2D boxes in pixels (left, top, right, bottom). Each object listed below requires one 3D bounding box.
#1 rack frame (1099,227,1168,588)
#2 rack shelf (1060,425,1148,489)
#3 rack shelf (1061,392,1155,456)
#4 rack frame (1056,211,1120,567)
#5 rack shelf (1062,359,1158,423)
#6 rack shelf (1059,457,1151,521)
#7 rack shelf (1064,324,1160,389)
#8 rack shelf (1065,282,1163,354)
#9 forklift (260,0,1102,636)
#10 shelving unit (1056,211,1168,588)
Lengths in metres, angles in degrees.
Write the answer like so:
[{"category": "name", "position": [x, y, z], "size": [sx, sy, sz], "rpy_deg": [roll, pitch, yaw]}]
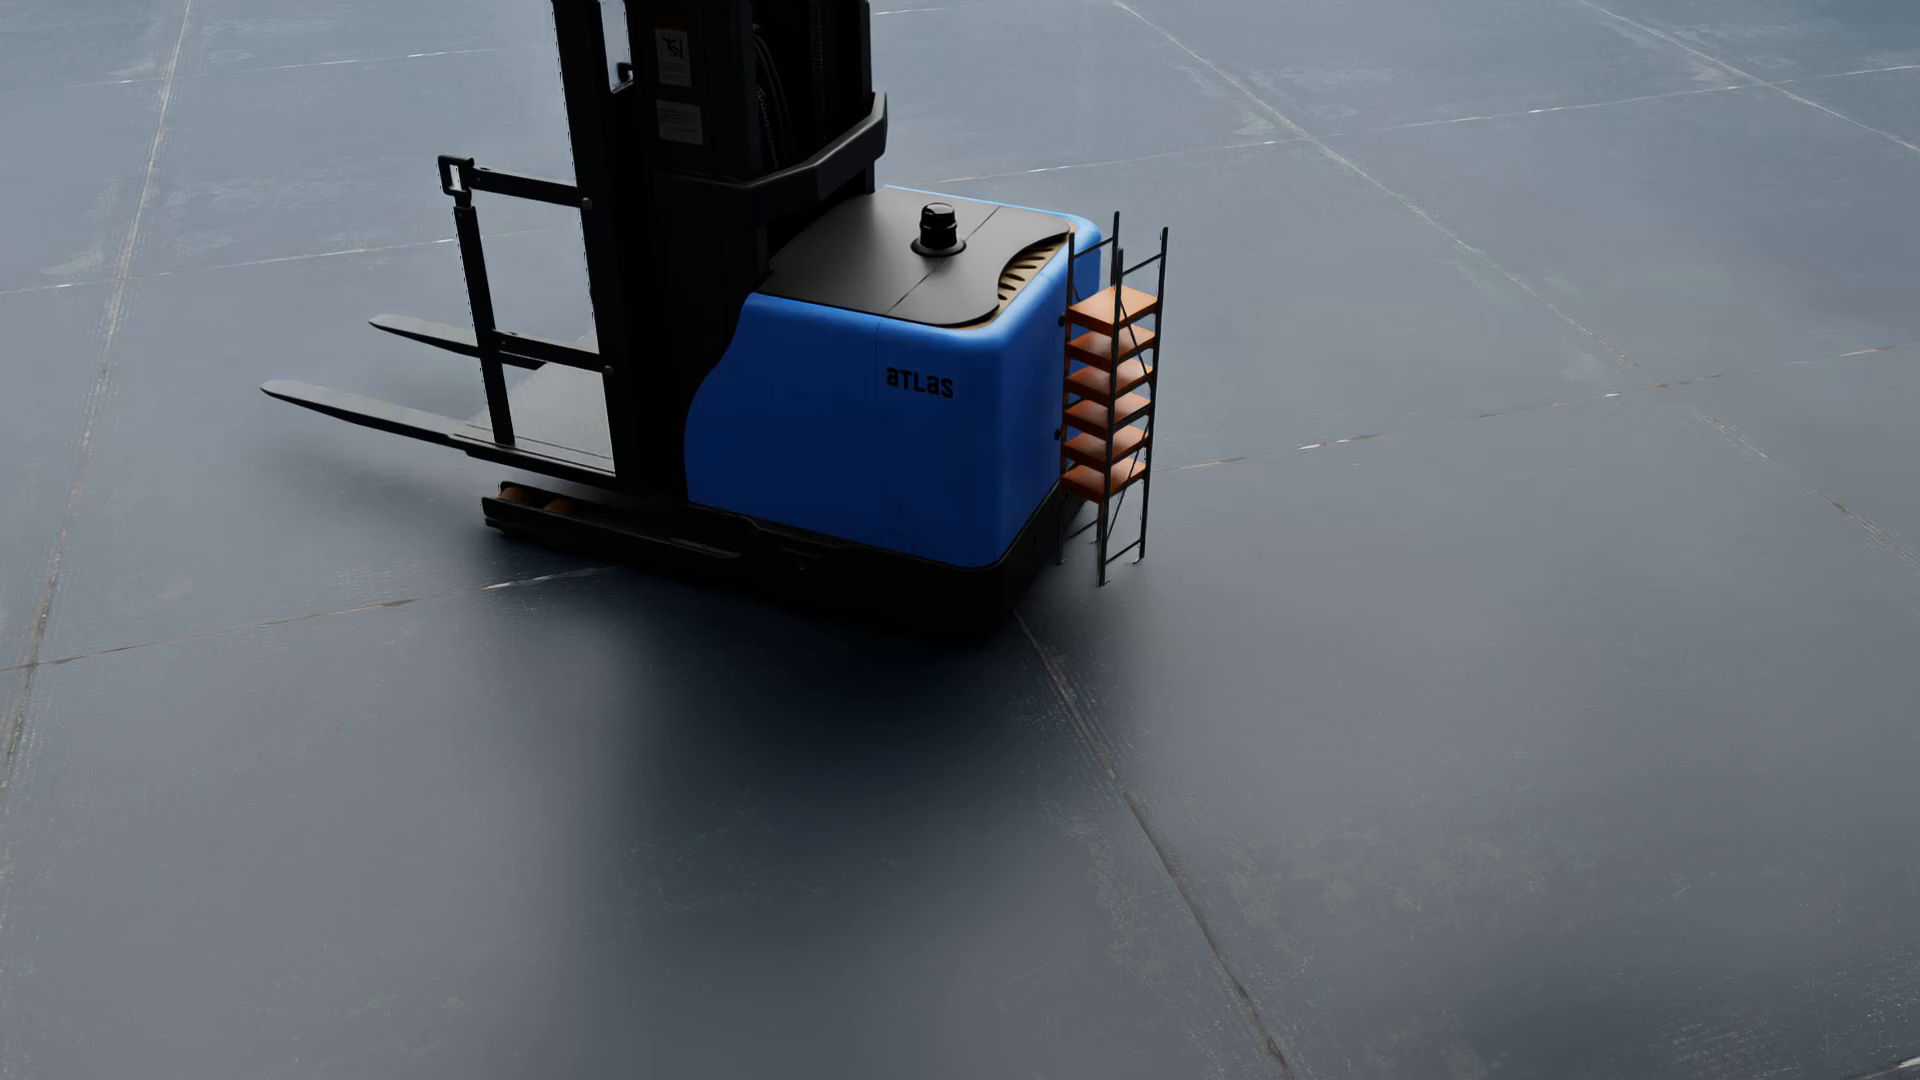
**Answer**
[{"category": "rack frame", "position": [0.543, -0.392, 5.255], "size": [0.006, 1.200, 0.240], "rpy_deg": [26, 42, 34]}, {"category": "rack shelf", "position": [0.475, -0.289, 5.397], "size": [0.180, 0.103, 0.258], "rpy_deg": [26, 42, 34]}, {"category": "rack shelf", "position": [0.475, -0.389, 5.331], "size": [0.180, 0.103, 0.258], "rpy_deg": [26, 42, 34]}, {"category": "rack frame", "position": [0.407, -0.460, 5.357], "size": [0.006, 1.200, 0.240], "rpy_deg": [26, 42, 34]}, {"category": "rack shelf", "position": [0.475, -0.489, 5.265], "size": [0.180, 0.103, 0.258], "rpy_deg": [26, 42, 34]}, {"category": "rack shelf", "position": [0.475, -0.189, 5.463], "size": [0.180, 0.103, 0.258], "rpy_deg": [26, 42, 34]}, {"category": "rack shelf", "position": [0.475, -0.589, 5.198], "size": [0.180, 0.103, 0.258], "rpy_deg": [26, 42, 34]}, {"category": "rack shelf", "position": [0.475, -0.689, 5.132], "size": [0.180, 0.103, 0.258], "rpy_deg": [26, 42, 34]}, {"category": "forklift", "position": [-1.093, -1.445, 5.279], "size": [3.031, 2.935, 1.130], "rpy_deg": [13, 36, 19]}, {"category": "shelving unit", "position": [0.475, -0.426, 5.306], "size": [0.189, 1.200, 0.258], "rpy_deg": [26, 42, 34]}]
